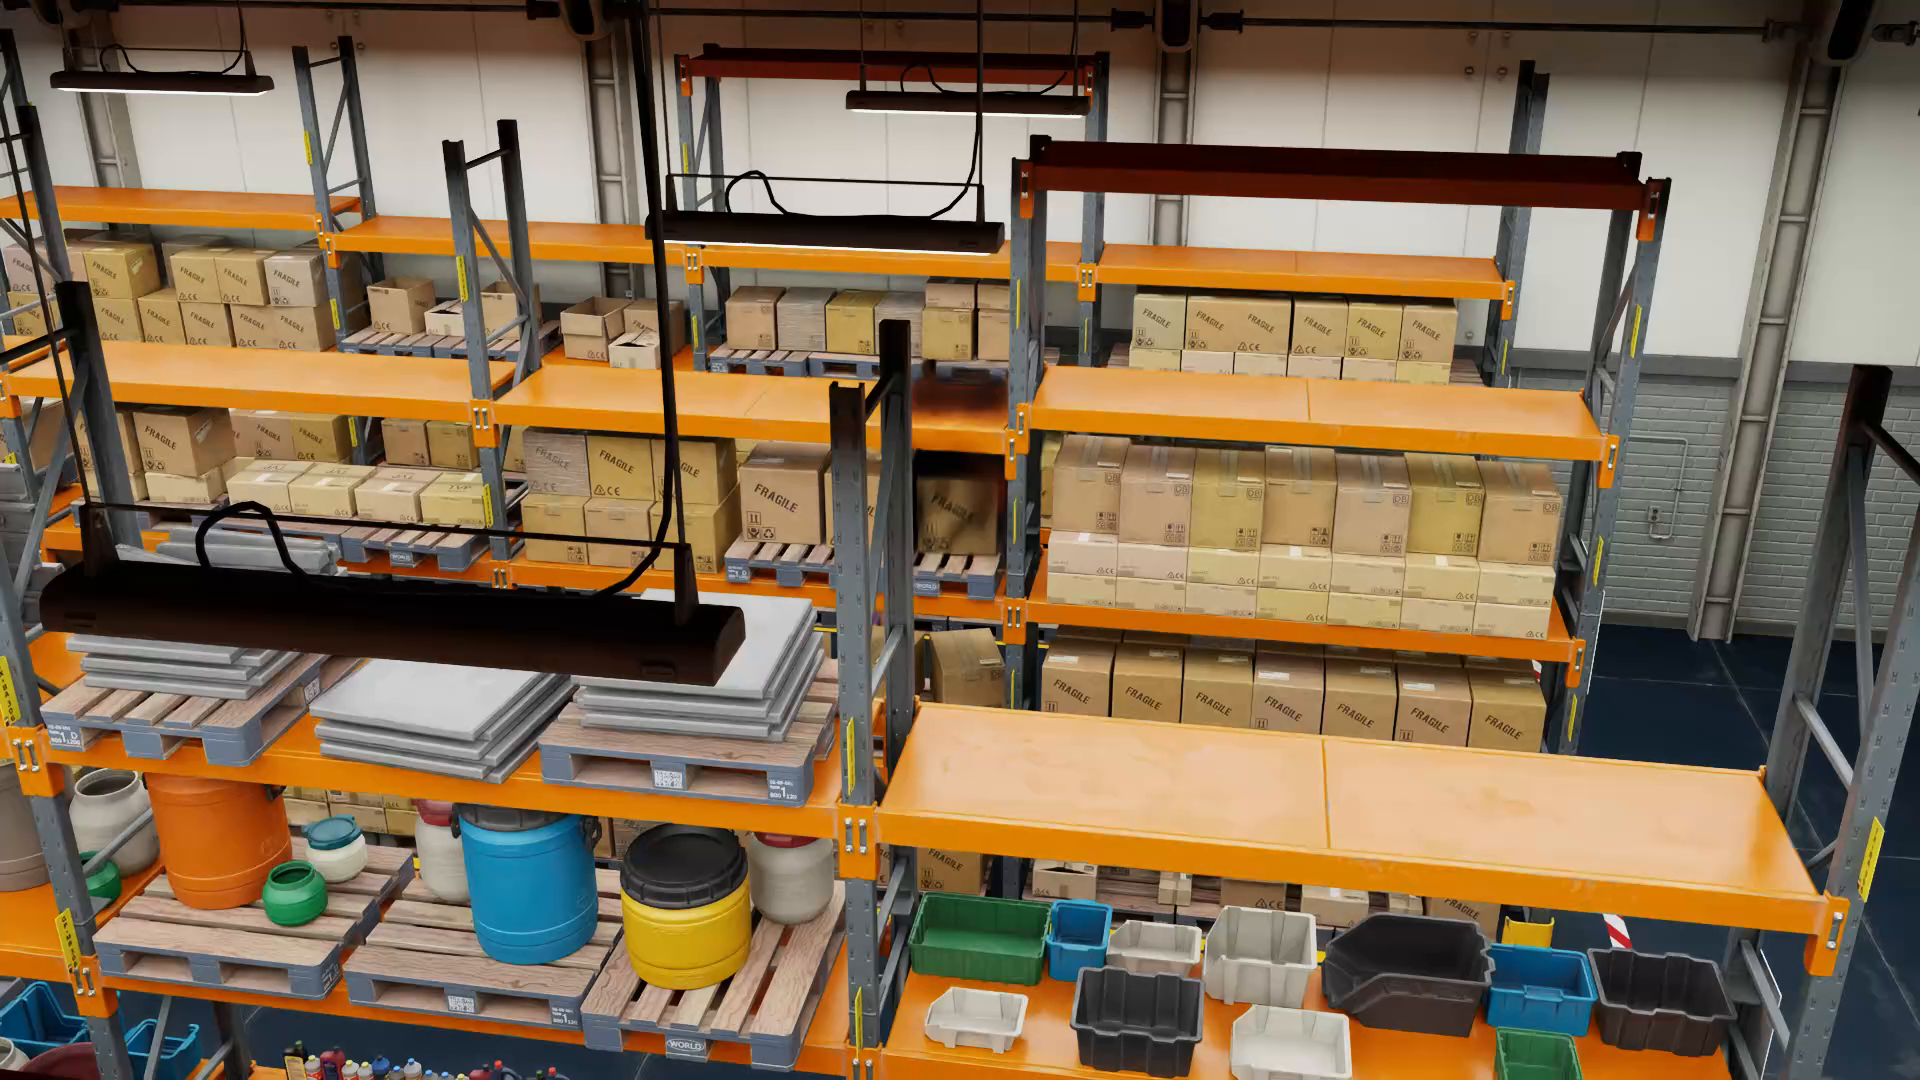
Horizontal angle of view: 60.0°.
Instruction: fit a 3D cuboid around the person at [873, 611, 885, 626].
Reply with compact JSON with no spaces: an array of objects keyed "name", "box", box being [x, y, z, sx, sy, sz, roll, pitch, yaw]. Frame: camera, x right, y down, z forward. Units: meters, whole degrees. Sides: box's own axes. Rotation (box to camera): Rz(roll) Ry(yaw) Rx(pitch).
[{"name":"person","box":[-0.951,0.842,16.088,0.476,1.643,0.368,12,26,27]}]
